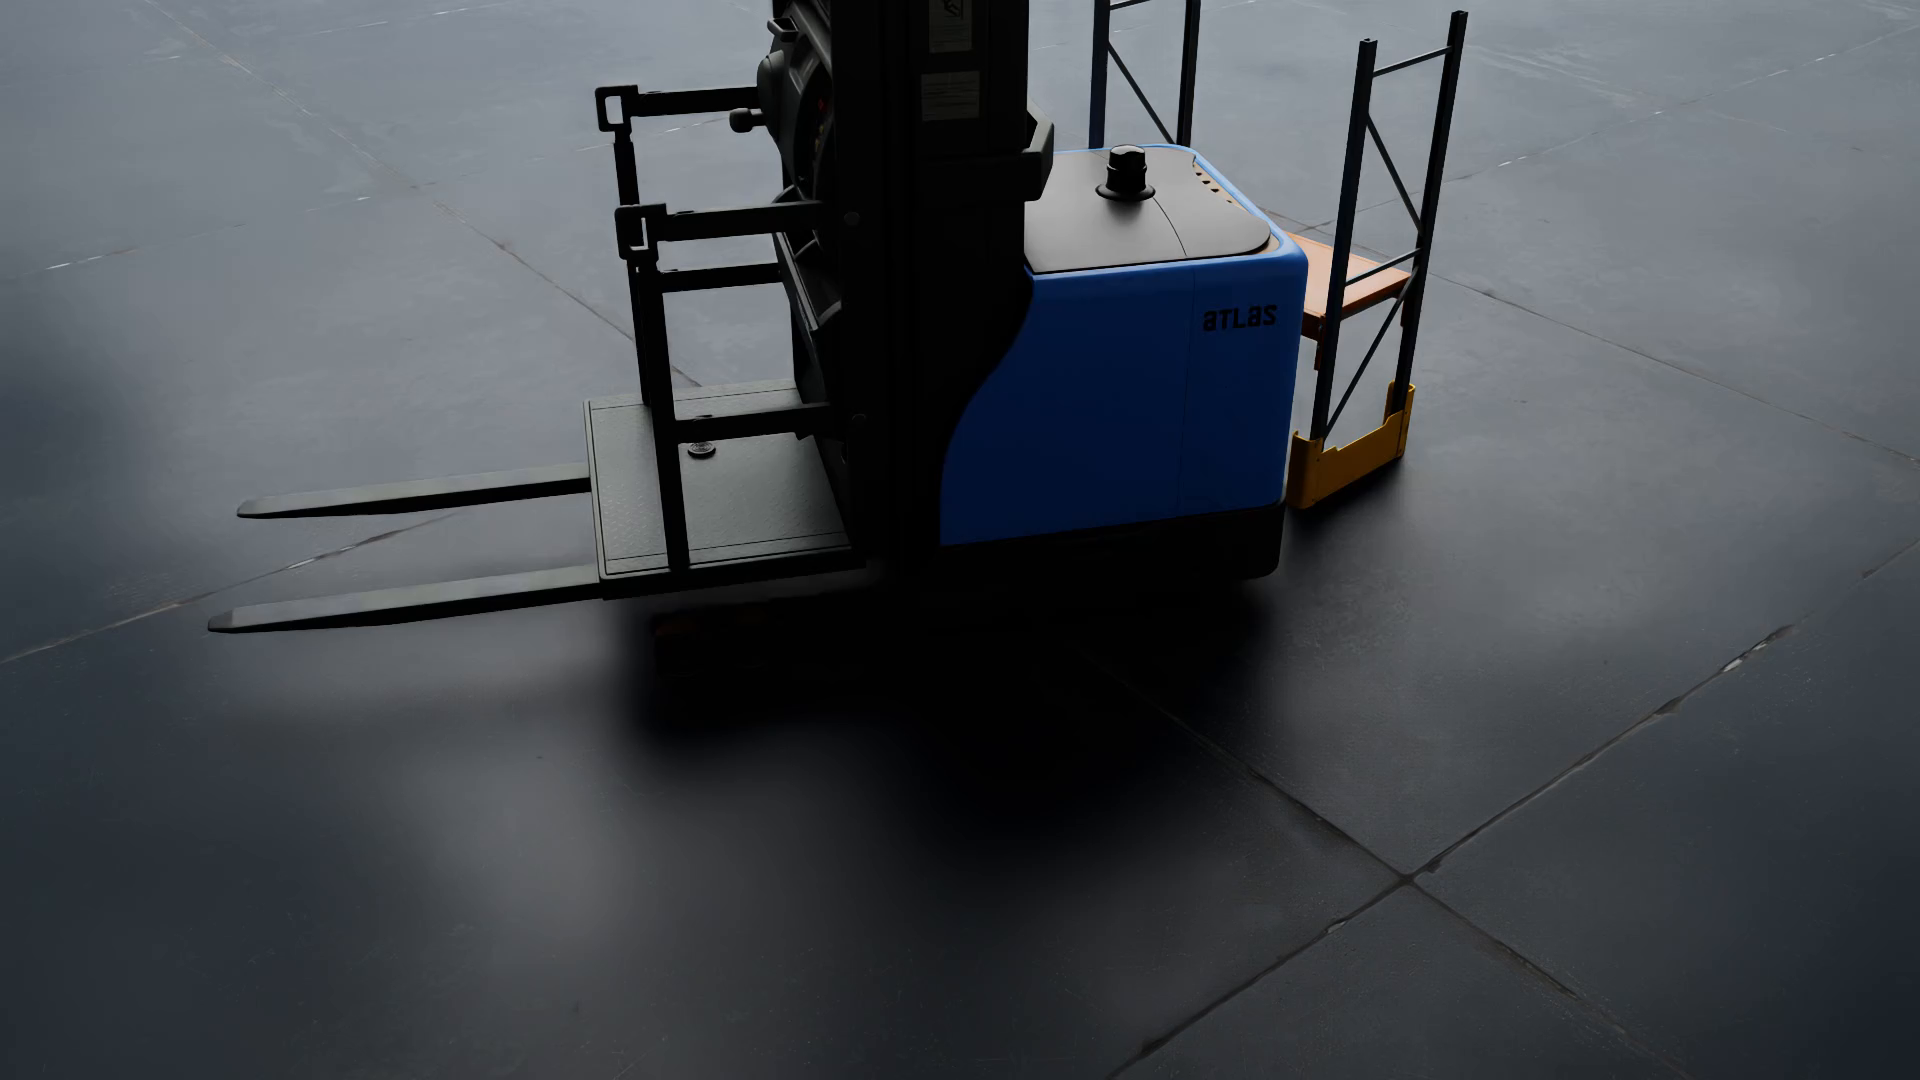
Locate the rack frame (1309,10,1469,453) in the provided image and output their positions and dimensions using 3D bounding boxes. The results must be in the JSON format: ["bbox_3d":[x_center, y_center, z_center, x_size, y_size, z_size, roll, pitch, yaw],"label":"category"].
[{"bbox_3d":[1.314,-0.846,5.190,0.500,1.500,0.032,-26,40,-35],"label":"rack frame"}]

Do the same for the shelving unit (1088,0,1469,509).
[{"bbox_3d":[0.963,-1.047,5.513,0.587,1.500,1.083,-26,40,-35],"label":"shelving unit"}]

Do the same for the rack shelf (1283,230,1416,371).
[{"bbox_3d":[0.969,-0.890,5.602,0.538,0.185,1.000,-26,40,-35],"label":"rack shelf"}]

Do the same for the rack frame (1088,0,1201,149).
[{"bbox_3d":[0.625,-1.241,5.825,0.500,1.500,0.032,-26,40,-35],"label":"rack frame"}]

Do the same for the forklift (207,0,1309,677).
[{"bbox_3d":[-0.613,-1.169,4.355,3.031,2.935,1.130,-7,33,-11],"label":"forklift"}]

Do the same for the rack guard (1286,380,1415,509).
[{"bbox_3d":[1.300,-0.322,5.531,0.587,0.250,0.087,-26,40,-35],"label":"rack guard"}]
